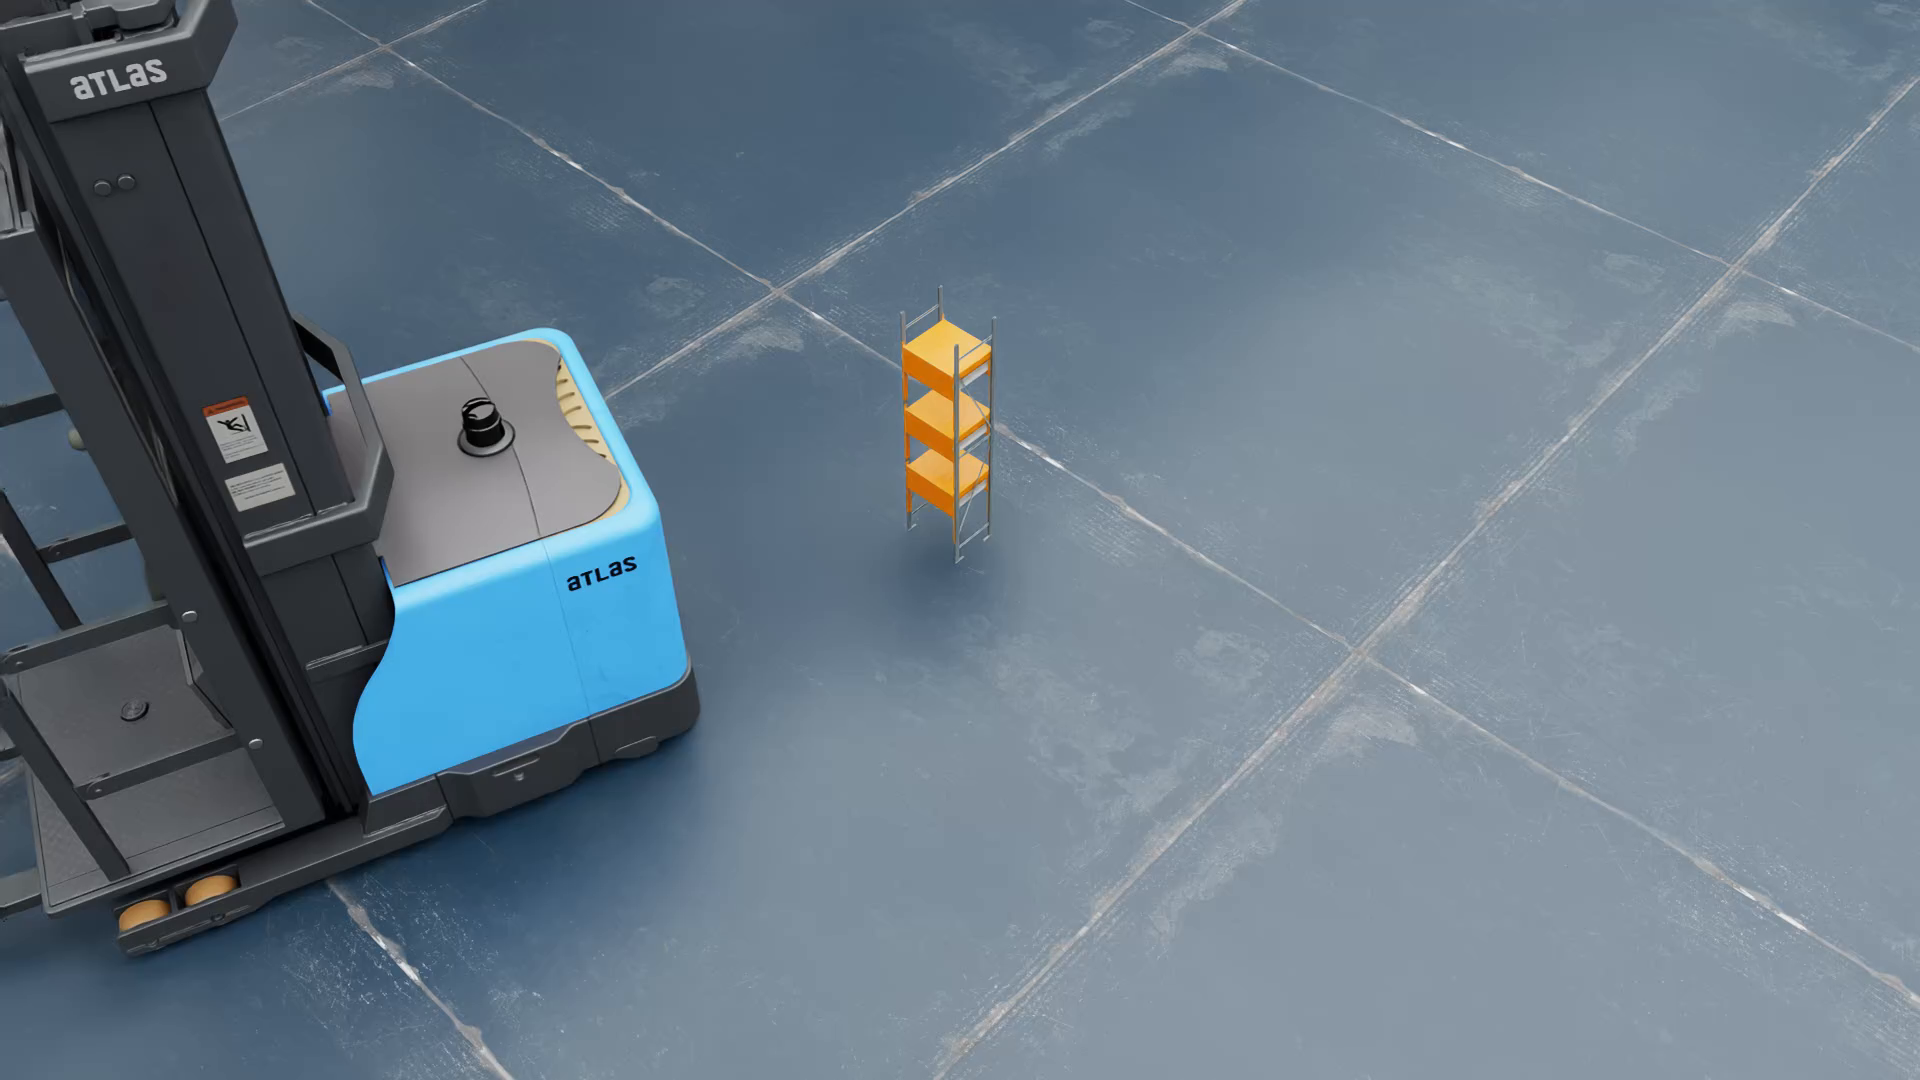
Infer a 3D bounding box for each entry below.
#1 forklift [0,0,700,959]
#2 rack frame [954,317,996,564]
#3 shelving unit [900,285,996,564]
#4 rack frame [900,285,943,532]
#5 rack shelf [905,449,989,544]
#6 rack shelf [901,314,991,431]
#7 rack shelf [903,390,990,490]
[{"bbox_3d":[-2.431,-0.194,4.421,3.031,2.935,1.130,-20,50,-18],"label":"forklift"},{"bbox_3d":[0.050,-0.325,5.835,0.008,1.050,0.200,34,55,28],"label":"rack frame"},{"bbox_3d":[-0.039,-0.386,5.892,0.252,1.050,0.215,34,55,28],"label":"shelving unit"},{"bbox_3d":[-0.129,-0.446,5.949,0.008,1.050,0.200,34,55,28],"label":"rack frame"},{"bbox_3d":[-0.039,-0.188,6.102,0.240,0.259,0.215,34,55,28],"label":"rack shelf"},{"bbox_3d":[-0.039,-0.573,5.693,0.240,0.259,0.215,34,55,28],"label":"rack shelf"},{"bbox_3d":[-0.039,-0.379,5.900,0.240,0.259,0.215,34,55,28],"label":"rack shelf"}]
